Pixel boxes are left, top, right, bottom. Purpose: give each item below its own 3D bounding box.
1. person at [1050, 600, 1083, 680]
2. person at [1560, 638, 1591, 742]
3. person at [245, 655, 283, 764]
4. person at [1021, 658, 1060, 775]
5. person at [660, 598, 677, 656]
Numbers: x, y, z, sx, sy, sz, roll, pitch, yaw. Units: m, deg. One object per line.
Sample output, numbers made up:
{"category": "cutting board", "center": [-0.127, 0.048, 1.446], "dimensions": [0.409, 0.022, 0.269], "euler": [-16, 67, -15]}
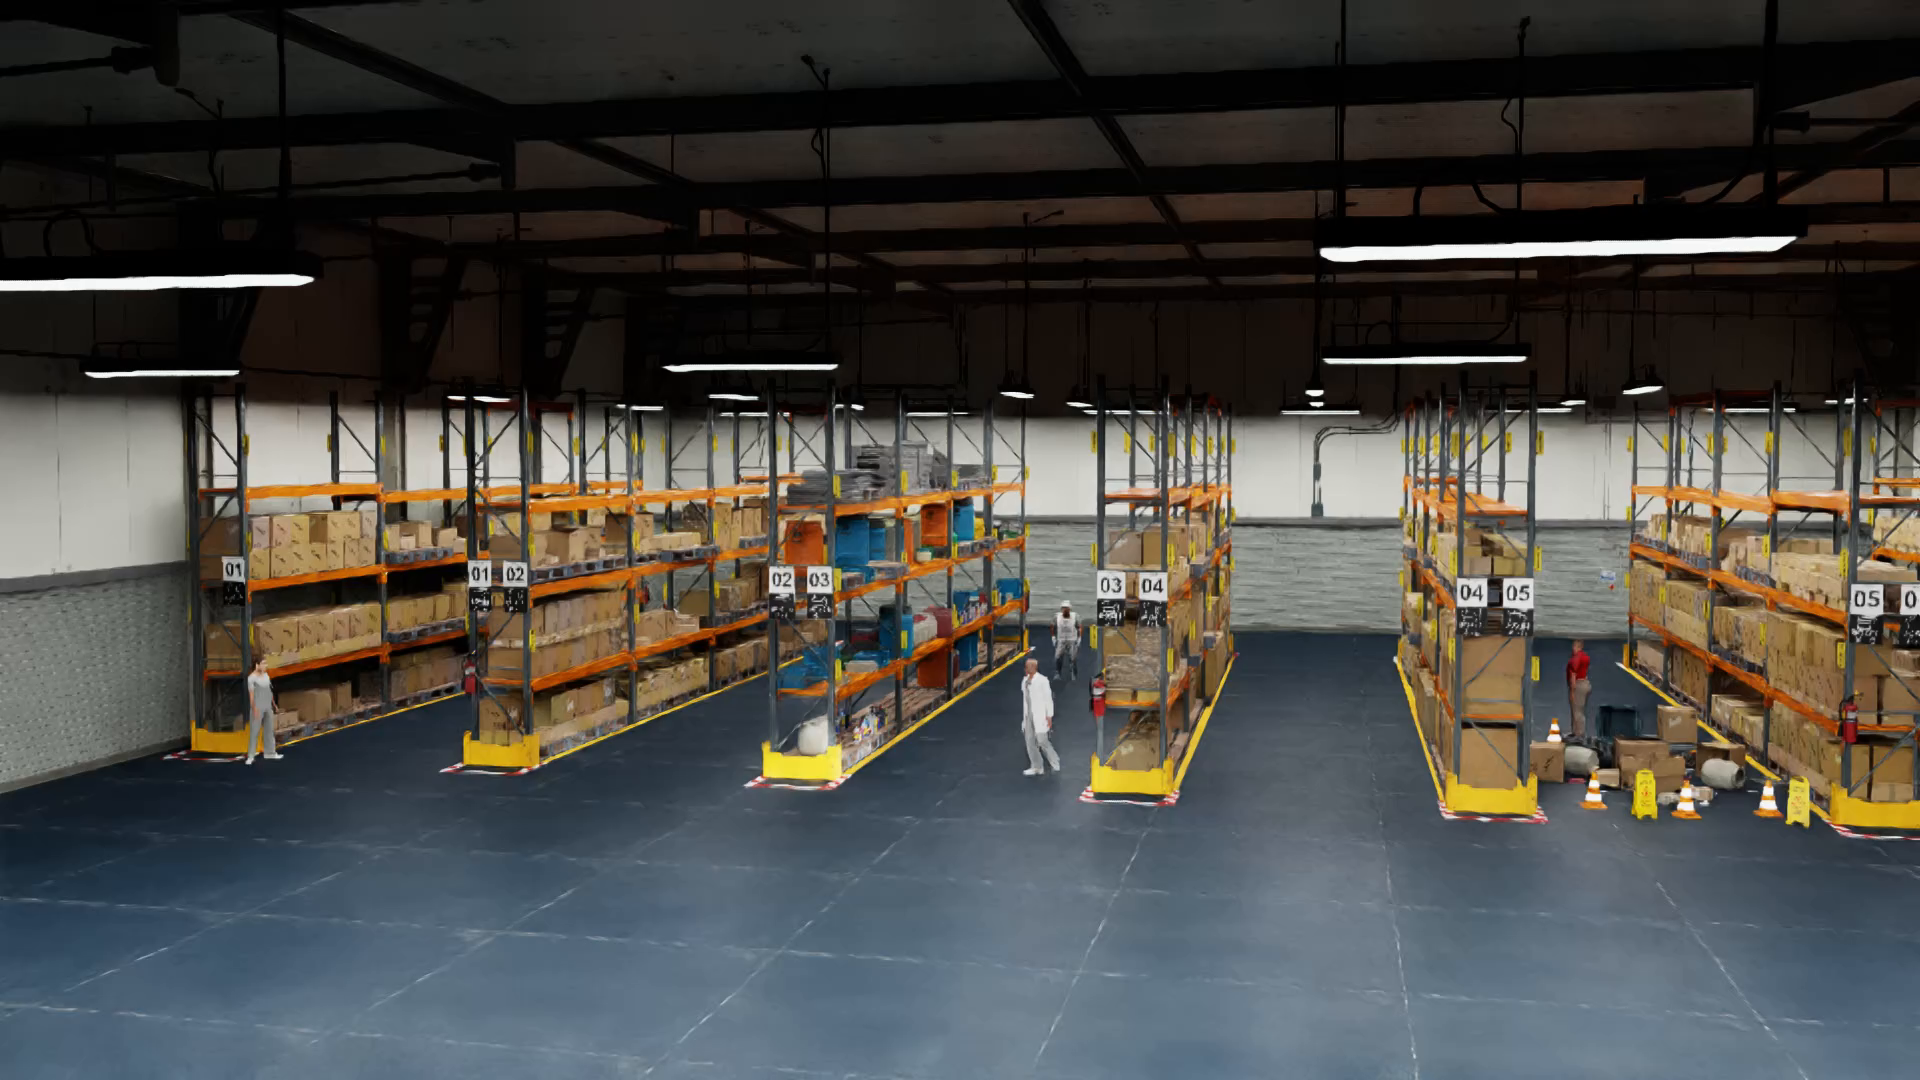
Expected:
{"category": "person", "center": [2.251, 2.127, 35.258], "dimensions": [0.702, 1.735, 0.549], "euler": [1, 3, 11]}
{"category": "person", "center": [10.378, 2.522, 28.090], "dimensions": [0.487, 1.731, 0.588], "euler": [3, 4, 42]}
{"category": "person", "center": [-11.001, 2.650, 26.179], "dimensions": [0.388, 1.677, 0.626], "euler": [1, 3, 20]}
{"category": "person", "center": [1.226, 2.674, 25.297], "dimensions": [0.607, 1.769, 0.615], "euler": [-3, 4, -42]}
{"category": "person", "center": [-6.574, 2.059, 37.406], "dimensions": [0.497, 1.583, 1.090], "euler": [1, 3, 15]}
